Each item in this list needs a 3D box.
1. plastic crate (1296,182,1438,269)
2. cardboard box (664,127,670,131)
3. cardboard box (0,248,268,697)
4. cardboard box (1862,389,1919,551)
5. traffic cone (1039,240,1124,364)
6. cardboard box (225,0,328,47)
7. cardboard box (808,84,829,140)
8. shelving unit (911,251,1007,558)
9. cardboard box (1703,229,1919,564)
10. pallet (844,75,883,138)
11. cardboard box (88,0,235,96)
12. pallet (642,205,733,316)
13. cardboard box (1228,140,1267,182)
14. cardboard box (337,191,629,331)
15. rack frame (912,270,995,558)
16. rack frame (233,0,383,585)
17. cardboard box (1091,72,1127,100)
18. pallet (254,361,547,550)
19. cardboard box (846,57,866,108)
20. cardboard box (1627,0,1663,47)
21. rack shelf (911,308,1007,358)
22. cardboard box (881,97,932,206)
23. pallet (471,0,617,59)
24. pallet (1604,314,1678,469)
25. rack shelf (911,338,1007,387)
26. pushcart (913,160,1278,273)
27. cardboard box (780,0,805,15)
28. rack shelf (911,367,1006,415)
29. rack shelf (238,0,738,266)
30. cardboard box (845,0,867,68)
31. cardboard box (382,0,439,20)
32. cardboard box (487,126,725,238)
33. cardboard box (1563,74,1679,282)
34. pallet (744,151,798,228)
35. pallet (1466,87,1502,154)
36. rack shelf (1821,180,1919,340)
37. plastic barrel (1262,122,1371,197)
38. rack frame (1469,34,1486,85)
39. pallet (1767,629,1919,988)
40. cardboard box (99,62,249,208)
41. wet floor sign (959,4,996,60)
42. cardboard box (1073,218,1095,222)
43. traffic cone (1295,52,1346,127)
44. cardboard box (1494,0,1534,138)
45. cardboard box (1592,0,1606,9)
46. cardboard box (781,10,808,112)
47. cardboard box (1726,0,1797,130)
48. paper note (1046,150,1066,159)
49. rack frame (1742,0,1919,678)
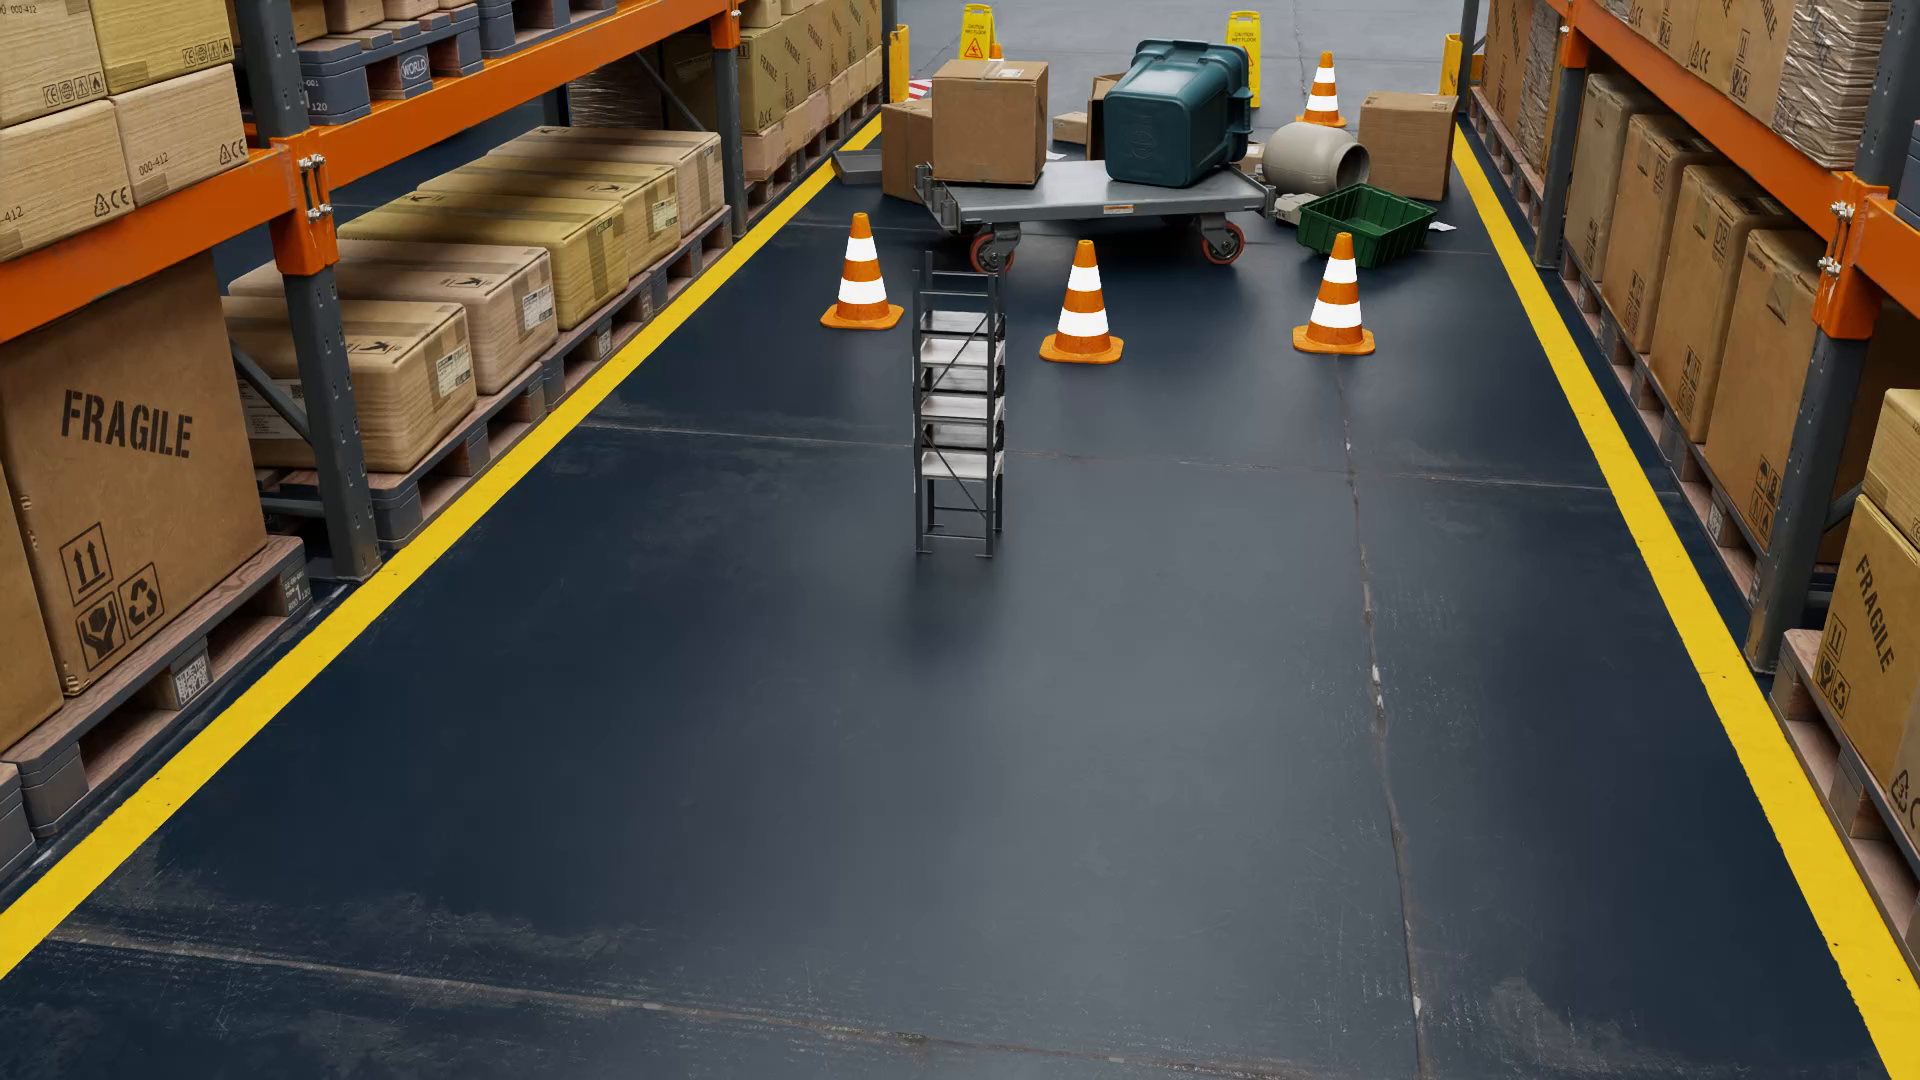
[{"bbox_3d":[2.027,-1.573,8.320,0.450,0.188,0.662,29,36,30],"label":"plastic crate"},{"bbox_3d":[-1.778,-2.168,9.092,0.500,0.250,0.500,5,26,11],"label":"cardboard box"},{"bbox_3d":[-2.458,-0.229,4.212,0.875,0.875,0.875,4,25,8],"label":"cardboard box"},{"bbox_3d":[2.285,-0.110,3.515,0.500,0.250,0.500,3,25,6],"label":"cardboard box"},{"bbox_3d":[0.508,-1.002,6.845,0.336,0.463,0.334,4,25,9],"label":"traffic cone"},{"bbox_3d":[-2.027,-1.484,4.683,0.380,0.149,0.250,3,25,5],"label":"cardboard box"},{"bbox_3d":[-1.086,-2.576,9.964,0.500,0.250,0.500,4,25,8],"label":"cardboard box"},{"bbox_3d":[-0.001,-0.404,5.052,0.258,0.900,0.210,4,25,9],"label":"shelving unit"},{"bbox_3d":[2.825,-0.403,4.732,1.050,0.750,0.750,4,25,8],"label":"cardboard box"},{"bbox_3d":[-1.136,-2.998,11.406,1.003,0.211,1.213,4,25,9],"label":"pallet"},{"bbox_3d":[-2.092,-1.223,3.911,0.500,0.250,0.500,4,25,8],"label":"cardboard box"},{"bbox_3d":[-1.735,-1.369,7.925,1.003,0.211,1.213,4,25,9],"label":"pallet"},{"bbox_3d":[1.754,-2.265,9.775,0.396,0.266,0.258,8,26,18],"label":"cardboard box"},{"bbox_3d":[-1.919,-1.146,6.764,0.950,0.372,0.625,5,26,10],"label":"cardboard box"},{"bbox_3d":[-0.018,-0.362,4.961,0.240,0.900,0.006,4,25,9],"label":"rack frame"},{"bbox_3d":[-2.263,-1.284,4.456,1.000,3.000,0.127,4,25,9],"label":"rack frame"},{"bbox_3d":[1.255,-2.590,10.189,0.797,0.503,0.637,-14,29,-27],"label":"cardboard box"},{"bbox_3d":[-2.134,-0.348,5.745,1.003,0.211,1.213,4,25,9],"label":"pallet"},{"bbox_3d":[-0.915,-3.002,10.874,0.500,0.250,0.500,4,25,9],"label":"cardboard box"},{"bbox_3d":[2.773,-2.080,6.038,0.500,0.500,0.500,4,25,8],"label":"cardboard box"},{"bbox_3d":[-0.001,-0.619,4.952,0.258,0.077,0.200,4,25,9],"label":"rack shelf"},{"bbox_3d":[-0.092,-2.180,9.315,0.500,0.500,0.500,-20,32,-36],"label":"cardboard box"},{"bbox_3d":[-1.980,-2.028,6.271,1.003,0.211,1.213,4,25,9],"label":"pallet"},{"bbox_3d":[3.042,-0.554,6.185,1.003,0.211,1.213,4,25,9],"label":"pallet"},{"bbox_3d":[-0.001,-0.537,4.990,0.258,0.077,0.200,4,25,9],"label":"rack shelf"},{"bbox_3d":[0.648,-1.633,8.293,1.648,0.377,0.936,-5,25,-10],"label":"pushcart"},{"bbox_3d":[-1.085,-3.027,9.277,0.380,0.149,0.250,5,26,11],"label":"cardboard box"},{"bbox_3d":[-0.001,-0.455,5.028,0.258,0.077,0.200,4,25,9],"label":"rack shelf"},{"bbox_3d":[-1.936,-1.795,6.395,1.077,0.370,4.000,4,25,9],"label":"rack shelf"},{"bbox_3d":[-0.911,-3.343,10.717,0.500,0.500,0.500,5,26,10],"label":"cardboard box"},{"bbox_3d":[-1.857,-1.711,5.168,0.380,0.149,0.250,2,25,5],"label":"cardboard box"},{"bbox_3d":[-1.693,-1.738,8.029,0.950,0.372,0.625,4,25,9],"label":"cardboard box"},{"bbox_3d":[3.278,-1.562,7.207,1.050,0.750,0.750,4,25,8],"label":"cardboard box"},{"bbox_3d":[-1.535,-1.978,9.226,1.003,0.211,1.213,4,25,9],"label":"pallet"},{"bbox_3d":[3.891,-2.727,10.827,1.003,0.211,1.213,4,25,9],"label":"pallet"},{"bbox_3d":[2.310,0.179,2.179,1.077,0.370,4.000,4,25,9],"label":"rack shelf"},{"bbox_3d":[1.963,-2.071,9.174,0.421,0.421,0.512,-20,32,-36],"label":"plastic barrel"},{"bbox_3d":[3.948,-4.329,10.961,0.949,2.616,0.053,4,25,9],"label":"rack frame"},{"bbox_3d":[2.508,0.606,3.706,1.003,0.211,1.213,4,25,9],"label":"pallet"},{"bbox_3d":[-2.090,-0.987,3.997,0.500,0.250,0.500,3,25,7],"label":"cardboard box"},{"bbox_3d":[0.131,-3.569,12.114,0.267,0.644,0.232,13,28,26],"label":"wet floor sign"},{"bbox_3d":[0.641,-1.911,9.020,0.258,0.266,0.396,-14,29,-27],"label":"cardboard box"},{"bbox_3d":[2.457,-3.057,11.235,0.336,0.463,0.334,4,25,9],"label":"traffic cone"},{"bbox_3d":[3.757,-2.901,9.921,0.875,0.875,0.875,4,25,8],"label":"cardboard box"},{"bbox_3d":[2.939,-2.501,6.936,0.500,0.500,0.500,4,25,9],"label":"cardboard box"},{"bbox_3d":[-1.171,-2.695,9.332,0.500,0.500,0.500,5,26,11],"label":"cardboard box"},{"bbox_3d":[2.528,-1.444,4.680,0.500,0.500,0.500,4,25,9],"label":"cardboard box"},{"bbox_3d":[0.567,-2.402,10.360,0.148,0.019,0.142,13,28,26],"label":"paper note"},{"bbox_3d":[2.637,-0.984,3.813,1.000,3.000,0.127,4,25,9],"label":"rack frame"}]
